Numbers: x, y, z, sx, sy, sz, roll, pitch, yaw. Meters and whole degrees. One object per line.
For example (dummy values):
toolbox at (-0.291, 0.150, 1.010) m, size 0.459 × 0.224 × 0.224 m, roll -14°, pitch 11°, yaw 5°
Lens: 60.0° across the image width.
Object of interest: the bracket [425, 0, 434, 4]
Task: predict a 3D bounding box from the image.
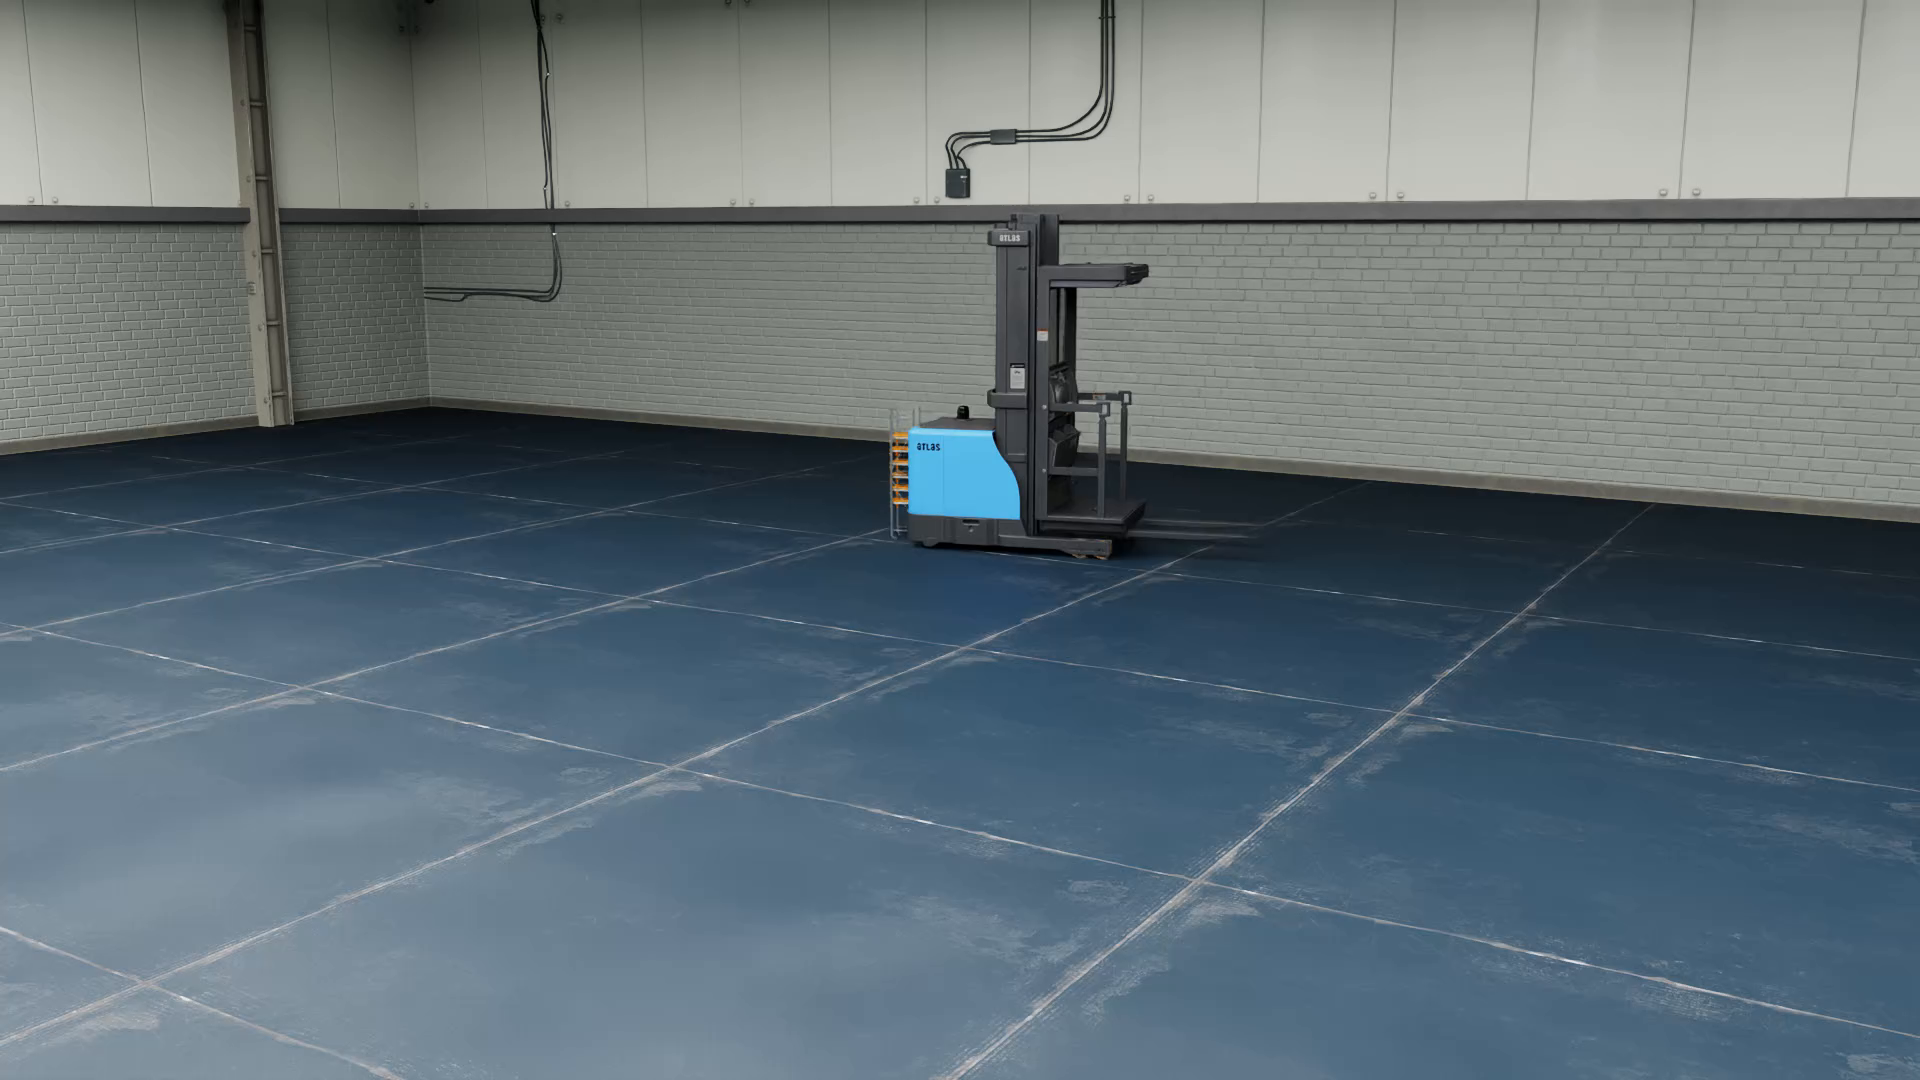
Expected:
bracket at (-8.198, -8.270, 25.189) m, size 0.235 × 0.232 × 0.430 m, roll 6°, pitch 12°, yaw 31°

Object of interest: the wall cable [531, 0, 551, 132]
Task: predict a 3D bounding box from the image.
wall cable at (-4.975, -7.131, 23.602) m, size 3.097 × 2.526 × 0.112 m, roll 6°, pitch 12°, yaw 31°

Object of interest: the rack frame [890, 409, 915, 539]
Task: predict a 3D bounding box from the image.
rack frame at (-0.520, -0.596, 15.176) m, size 0.240 × 1.200 × 0.006 m, roll 3°, pitch 11°, yaw 15°

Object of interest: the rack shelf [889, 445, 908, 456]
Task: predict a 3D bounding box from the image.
rack shelf at (-0.497, -0.805, 15.226) m, size 0.258 × 0.103 × 0.180 m, roll 3°, pitch 11°, yaw 15°

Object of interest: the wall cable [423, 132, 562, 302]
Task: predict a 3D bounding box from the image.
wall cable at (-7.287, -4.907, 25.447) m, size 3.097 × 2.526 × 0.112 m, roll 6°, pitch 12°, yaw 31°

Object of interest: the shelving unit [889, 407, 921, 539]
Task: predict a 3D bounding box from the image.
shelving unit at (-0.497, -0.613, 15.262) m, size 0.258 × 1.200 × 0.189 m, roll 3°, pitch 11°, yaw 15°

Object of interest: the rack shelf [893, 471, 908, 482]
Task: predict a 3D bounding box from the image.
rack shelf at (-0.497, -0.569, 15.271) m, size 0.258 × 0.103 × 0.180 m, roll 3°, pitch 11°, yaw 15°

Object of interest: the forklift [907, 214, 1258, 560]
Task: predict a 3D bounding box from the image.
forklift at (1.101, -1.381, 14.662) m, size 3.031 × 2.935 × 1.130 m, roll 3°, pitch 11°, yaw 16°

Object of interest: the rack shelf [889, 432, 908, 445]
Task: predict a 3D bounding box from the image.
rack shelf at (-0.497, -0.923, 15.204) m, size 0.258 × 0.103 × 0.180 m, roll 3°, pitch 11°, yaw 15°

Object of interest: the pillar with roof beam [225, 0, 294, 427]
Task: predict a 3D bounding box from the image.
pillar with roof beam at (-6.268, -5.685, 21.164) m, size 9.100 × 9.000 × 0.400 m, roll 6°, pitch 12°, yaw 31°

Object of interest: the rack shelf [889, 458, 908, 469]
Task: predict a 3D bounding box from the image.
rack shelf at (-0.497, -0.687, 15.249) m, size 0.258 × 0.103 × 0.180 m, roll 3°, pitch 11°, yaw 15°

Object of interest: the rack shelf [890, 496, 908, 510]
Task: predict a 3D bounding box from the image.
rack shelf at (-0.497, -0.333, 15.315) m, size 0.258 × 0.103 × 0.180 m, roll 3°, pitch 11°, yaw 15°

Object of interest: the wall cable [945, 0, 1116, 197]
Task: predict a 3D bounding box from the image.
wall cable at (0.818, -7.196, 19.991) m, size 2.305 × 6.003 × 0.169 m, roll 6°, pitch 12°, yaw 31°

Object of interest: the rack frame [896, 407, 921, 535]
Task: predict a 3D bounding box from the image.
rack frame at (-0.473, -0.629, 15.349) m, size 0.240 × 1.200 × 0.006 m, roll 3°, pitch 11°, yaw 15°

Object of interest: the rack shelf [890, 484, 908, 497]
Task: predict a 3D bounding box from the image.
rack shelf at (-0.497, -0.451, 15.293) m, size 0.258 × 0.103 × 0.180 m, roll 3°, pitch 11°, yaw 15°
